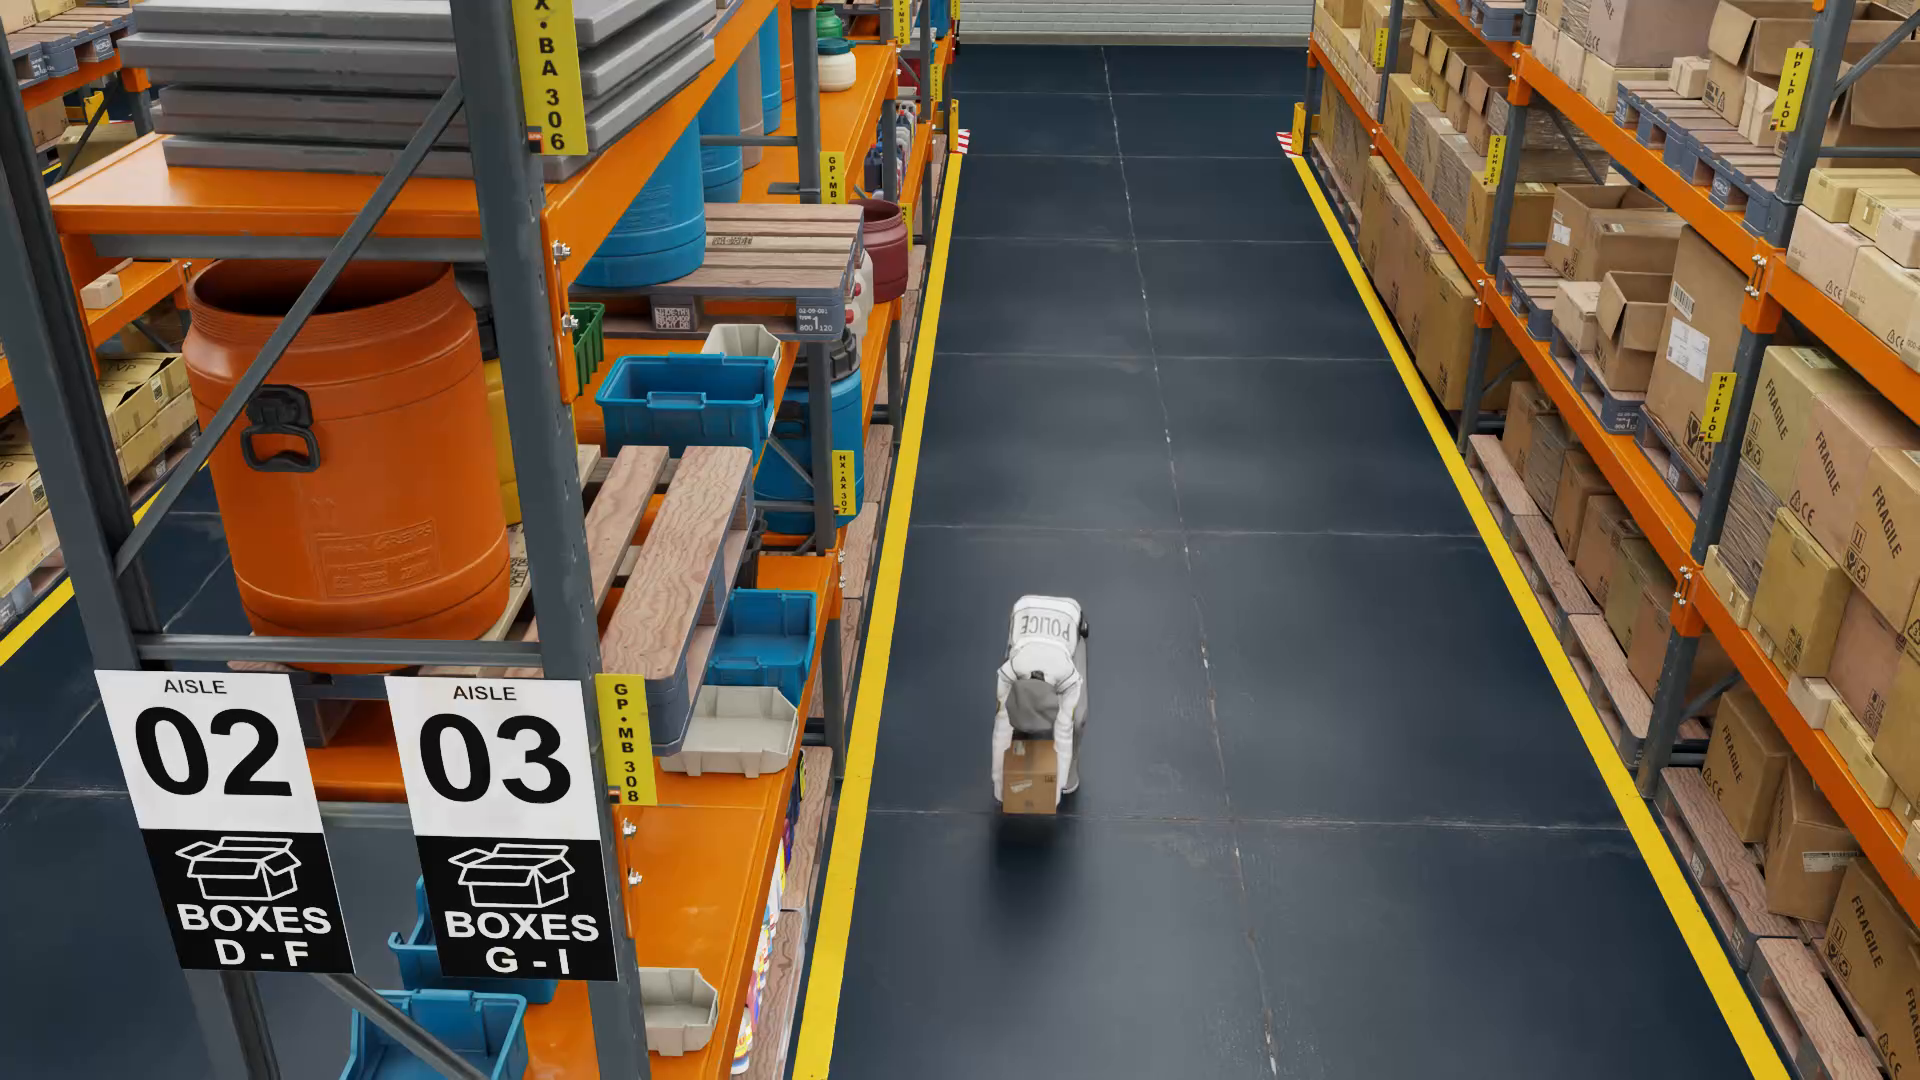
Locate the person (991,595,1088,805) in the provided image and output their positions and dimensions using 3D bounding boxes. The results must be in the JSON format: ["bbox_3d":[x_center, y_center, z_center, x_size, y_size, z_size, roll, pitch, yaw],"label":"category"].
[{"bbox_3d":[0.390,0.845,7.981,0.431,0.990,0.912,4,28,7],"label":"person"}]
